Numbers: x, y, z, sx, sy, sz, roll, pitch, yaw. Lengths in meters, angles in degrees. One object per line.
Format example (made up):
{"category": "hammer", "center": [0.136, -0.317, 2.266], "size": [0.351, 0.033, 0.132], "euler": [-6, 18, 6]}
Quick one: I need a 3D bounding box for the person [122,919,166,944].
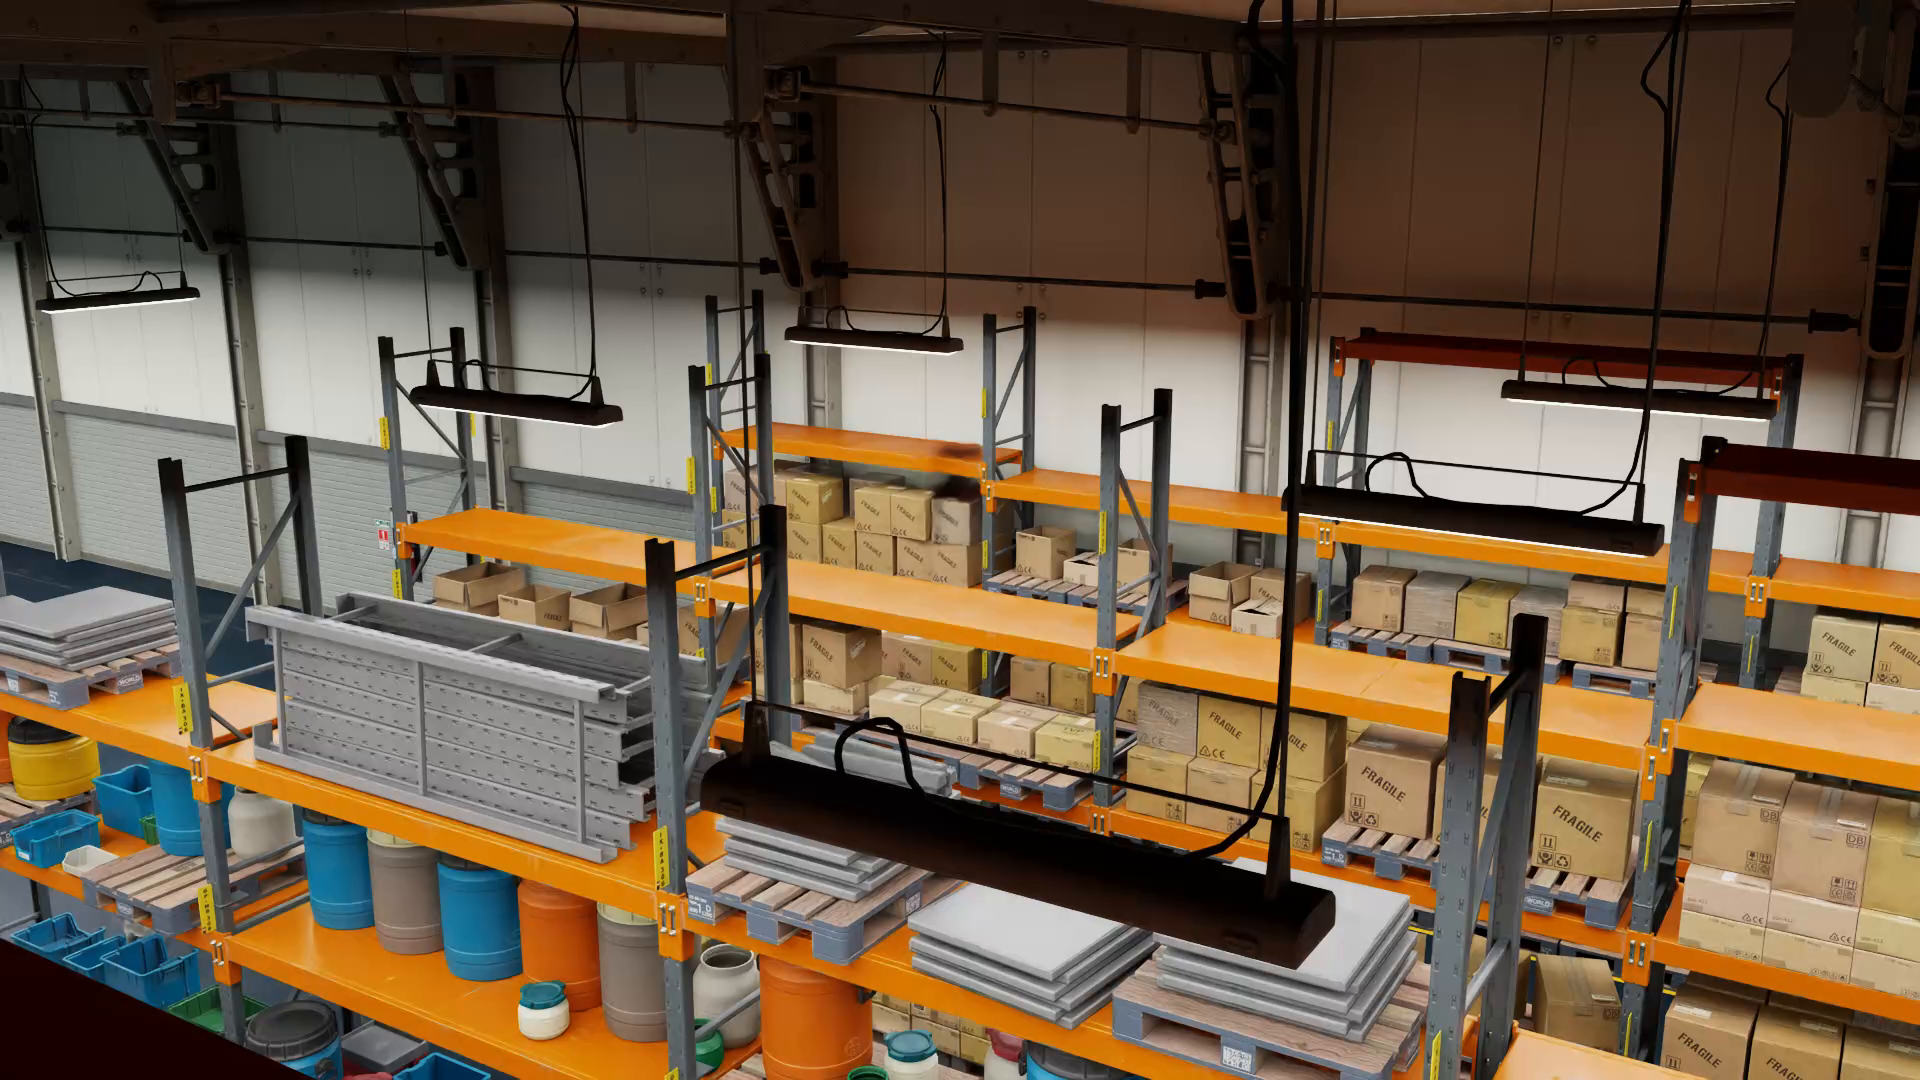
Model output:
{"category": "person", "center": [-7.552, 3.619, 15.311], "size": [0.484, 1.619, 0.386], "euler": [2, 14, 9]}
